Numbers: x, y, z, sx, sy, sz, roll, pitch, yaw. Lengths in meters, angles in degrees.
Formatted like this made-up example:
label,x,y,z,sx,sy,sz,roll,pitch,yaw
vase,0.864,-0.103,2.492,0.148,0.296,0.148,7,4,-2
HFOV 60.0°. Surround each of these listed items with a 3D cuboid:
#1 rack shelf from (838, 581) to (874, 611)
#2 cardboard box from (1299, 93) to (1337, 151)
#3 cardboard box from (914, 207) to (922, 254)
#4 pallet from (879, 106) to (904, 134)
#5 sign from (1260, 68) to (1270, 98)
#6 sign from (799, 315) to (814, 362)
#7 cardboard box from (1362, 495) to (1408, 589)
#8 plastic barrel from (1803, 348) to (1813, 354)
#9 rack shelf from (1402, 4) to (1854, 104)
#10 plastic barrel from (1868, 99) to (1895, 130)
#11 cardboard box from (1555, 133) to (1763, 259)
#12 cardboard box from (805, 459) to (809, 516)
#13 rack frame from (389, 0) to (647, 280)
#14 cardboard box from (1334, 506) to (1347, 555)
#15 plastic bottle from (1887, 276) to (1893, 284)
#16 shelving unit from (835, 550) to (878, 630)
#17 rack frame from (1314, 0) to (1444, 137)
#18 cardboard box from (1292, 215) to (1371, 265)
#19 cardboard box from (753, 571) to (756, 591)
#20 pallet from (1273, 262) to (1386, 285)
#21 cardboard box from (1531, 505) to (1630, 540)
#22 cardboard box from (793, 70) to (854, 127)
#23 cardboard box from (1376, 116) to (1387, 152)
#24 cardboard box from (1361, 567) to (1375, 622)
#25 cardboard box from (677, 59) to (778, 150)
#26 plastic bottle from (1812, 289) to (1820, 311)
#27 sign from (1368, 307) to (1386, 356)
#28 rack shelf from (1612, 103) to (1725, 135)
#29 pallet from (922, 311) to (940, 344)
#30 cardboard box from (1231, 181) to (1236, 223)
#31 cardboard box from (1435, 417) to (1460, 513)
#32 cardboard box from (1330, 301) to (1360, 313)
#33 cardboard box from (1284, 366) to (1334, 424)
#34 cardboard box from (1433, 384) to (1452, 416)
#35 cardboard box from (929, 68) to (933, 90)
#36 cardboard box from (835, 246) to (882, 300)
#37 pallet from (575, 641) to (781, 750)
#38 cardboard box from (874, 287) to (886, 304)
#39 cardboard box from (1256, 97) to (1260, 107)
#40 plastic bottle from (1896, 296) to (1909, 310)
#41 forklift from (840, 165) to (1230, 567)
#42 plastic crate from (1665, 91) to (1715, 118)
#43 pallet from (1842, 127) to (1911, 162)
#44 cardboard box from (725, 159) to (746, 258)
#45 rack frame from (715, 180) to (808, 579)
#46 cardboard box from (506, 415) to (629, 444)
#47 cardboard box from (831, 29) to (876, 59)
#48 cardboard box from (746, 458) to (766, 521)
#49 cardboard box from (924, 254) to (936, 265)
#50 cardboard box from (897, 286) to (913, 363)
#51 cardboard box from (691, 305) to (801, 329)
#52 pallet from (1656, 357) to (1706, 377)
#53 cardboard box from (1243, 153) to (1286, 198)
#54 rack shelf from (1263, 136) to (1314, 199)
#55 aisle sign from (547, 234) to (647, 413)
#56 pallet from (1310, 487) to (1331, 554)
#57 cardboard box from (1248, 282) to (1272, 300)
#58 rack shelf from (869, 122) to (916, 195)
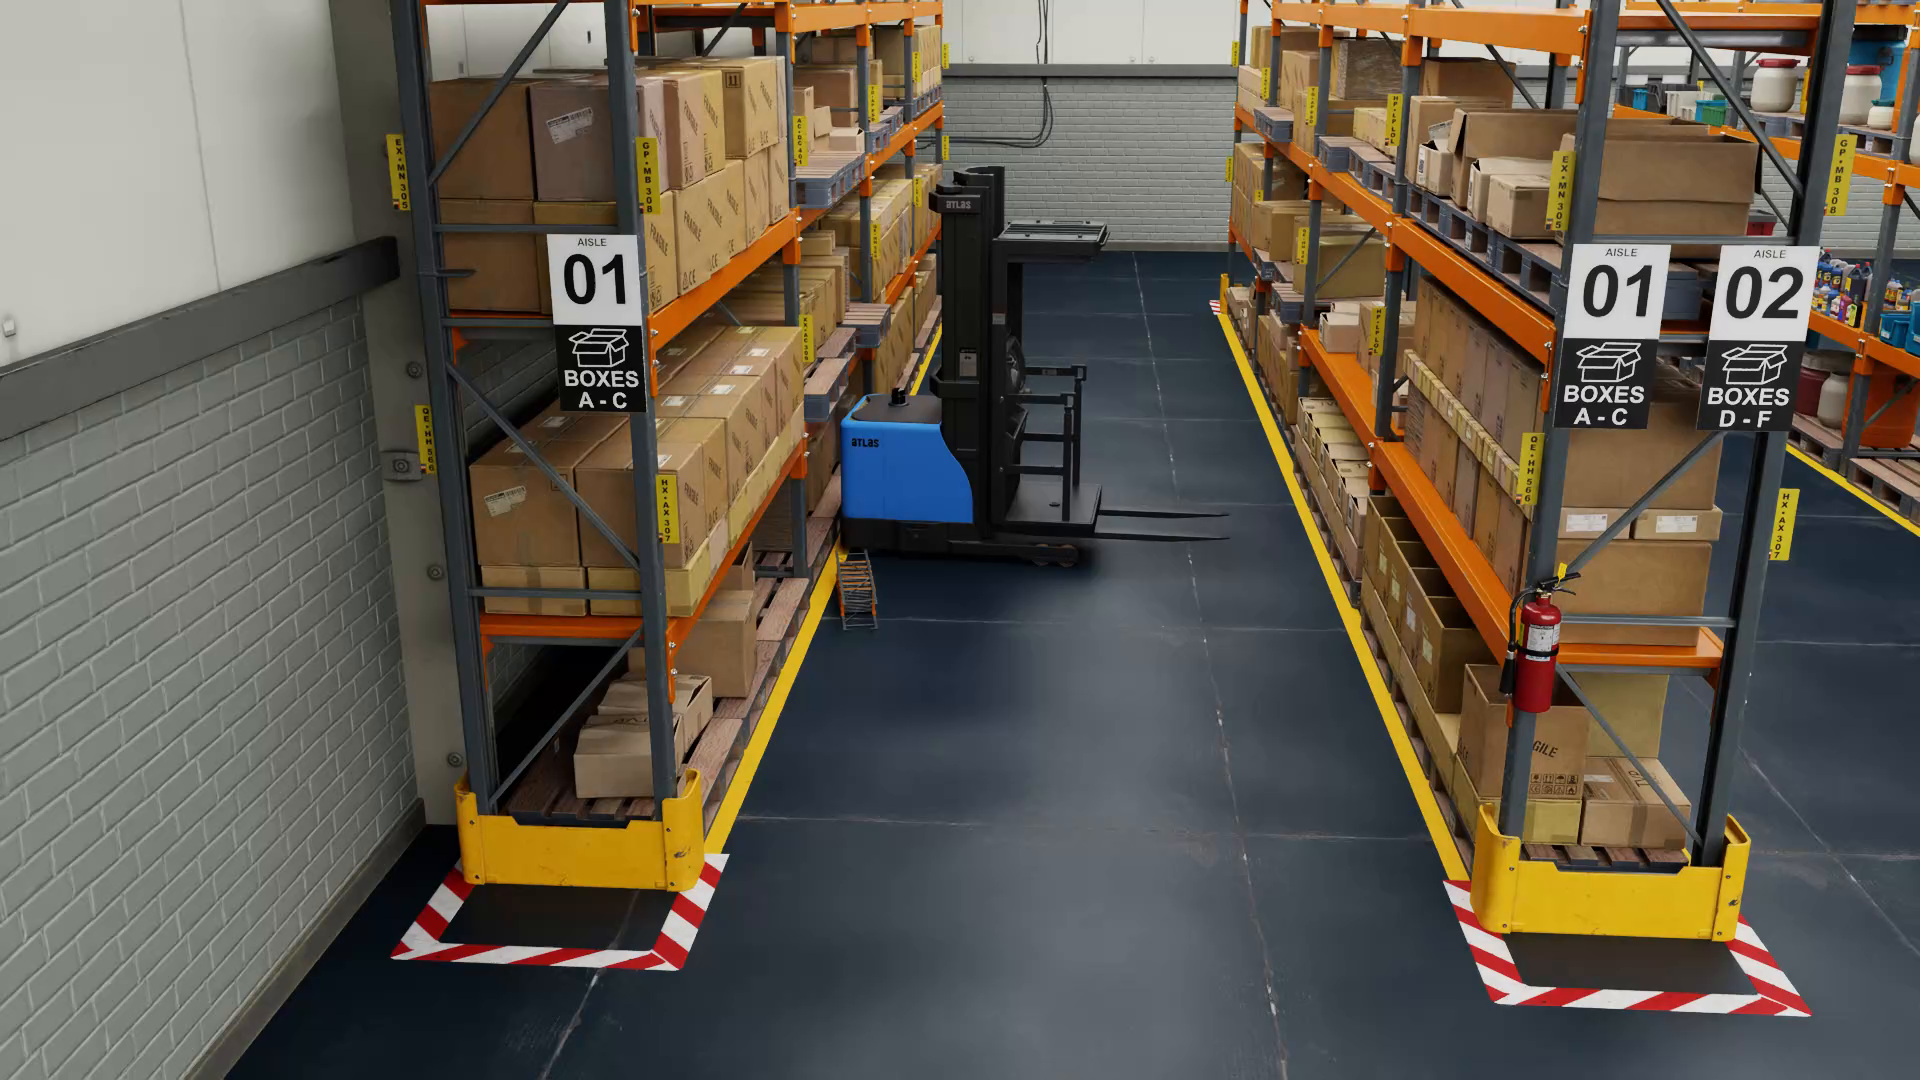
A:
label,x,y,z,sx,sy,sz,roll,pitch,yaw
rack shelf,-0.737,0.399,11.889,0.258,0.180,0.103,-2,18,-6
cardboard box,3.659,-3.885,15.483,0.910,0.500,0.500,1,18,4
cardboard box,-0.974,-3.779,19.658,0.980,0.700,0.700,2,18,5
pallet,-1.046,-4.517,17.882,0.805,0.209,1.217,1,18,2
sign,3.370,-5.040,18.340,0.100,0.325,0.005,1,18,4
sign,-1.061,-1.386,11.445,0.100,0.325,0.005,1,18,4
cardboard box,2.993,0.013,11.103,0.500,0.500,0.500,1,18,4
plastic barrel,8.616,-1.703,17.124,0.421,0.512,0.421,0,18,0
rack shelf,3.195,-2.572,8.620,1.077,0.370,4.000,1,18,4
plastic barrel,8.496,-3.901,15.241,0.301,0.262,0.301,0,18,0
cardboard box,3.097,-1.551,7.458,0.797,0.503,0.637,3,18,8
cardboard box,-1.580,-0.396,13.122,0.700,0.500,0.500,1,18,3
rack frame,-1.890,-2.593,6.884,1.000,3.000,0.127,1,18,4
cardboard box,3.117,-0.060,12.530,0.500,0.250,0.500,1,18,3
plastic bottle,9.047,-2.435,16.224,0.061,0.283,0.133,1,18,4
shelving unit,-0.756,0.349,12.044,0.258,0.189,1.200,-2,18,-6
rack frame,3.625,-4.968,14.132,1.000,3.000,0.127,1,18,4
cardboard box,3.847,-3.056,17.098,0.700,0.500,0.500,-3,18,-10
cardboard box,-1.611,0.320,11.473,0.380,0.166,0.250,-1,18,-3
pallet,3.760,-2.630,16.940,1.003,0.211,1.213,1,18,4
cardboard box,2.889,-0.111,7.742,0.380,0.149,0.250,1,18,3
cardboard box,-1.339,-4.057,15.304,0.700,0.500,0.500,0,18,0
cardboard box,3.577,-3.188,13.084,0.500,0.250,0.500,1,18,3
cardboard box,3.003,0.370,11.219,0.500,0.250,0.500,1,18,4
cardboard box,-1.397,-2.609,9.951,0.500,0.500,0.500,2,18,7
plastic bottle,8.247,-2.304,15.957,0.097,0.201,0.097,0,18,0
sign,2.796,-1.396,11.135,0.100,0.325,0.005,1,18,4
rack shelf,8.996,-4.952,20.058,1.077,0.370,4.000,1,18,4
pallet,-0.812,-2.758,21.501,1.003,0.211,1.213,1,18,4
cardboard box,3.904,-4.517,22.231,0.500,0.500,0.500,2,18,5
cardboard box,3.242,-0.465,9.863,0.700,0.500,0.500,2,18,5
cardboard box,3.555,-1.963,14.739,0.500,0.311,0.500,2,18,7
cardboard box,3.458,-1.434,16.290,0.500,0.500,0.500,2,18,6
cardboard box,3.054,-0.834,9.949,0.380,0.149,0.250,1,18,2
cardboard box,-0.599,-5.755,20.759,0.500,0.250,0.500,1,18,2
cardboard box,-1.026,-2.570,15.778,0.500,0.500,0.500,2,18,6
pallet,-1.701,0.930,10.245,1.003,0.211,1.213,1,18,4
cardboard box,-0.931,-2.372,16.217,0.380,0.149,0.250,2,18,6
cardboard box,3.728,-5.025,19.366,0.500,0.250,0.500,1,18,4
plastic bottle,8.826,-2.179,15.574,0.097,0.201,0.097,0,18,0
forklift,0.618,-1.365,12.881,3.031,2.935,1.130,3,18,8
plastic crate,8.672,-5.178,19.780,0.437,0.282,0.530,1,18,4
pallet,8.718,-3.576,15.006,1.003,0.211,1.213,1,18,4
cardboard box,-1.492,-1.817,9.140,0.500,0.500,0.500,2,18,7
rack frame,-1.603,-0.984,11.609,1.000,3.000,0.127,1,18,4
cardboard box,-2.022,-0.344,8.659,0.500,0.500,0.500,2,18,5
cardboard box,-1.212,-5.648,19.228,0.500,0.500,0.500,1,18,3
cardboard box,-1.434,-0.301,9.733,0.500,0.250,0.500,1,18,4
cardboard box,-0.520,-3.767,22.402,0.380,0.149,0.250,1,18,3
cardboard box,-0.946,-2.442,18.836,0.750,0.750,0.750,1,18,5
cardboard box,-1.532,-1.398,12.005,0.700,0.500,0.500,1,18,4
pallet,8.866,-2.152,19.651,1.003,0.211,1.213,1,18,4
cardboard box,3.798,-4.517,20.624,0.500,0.500,0.500,1,18,3
rack shelf,3.769,-3.822,16.607,1.077,0.370,4.000,1,18,4
aisle sign,-1.596,-0.948,7.324,0.394,0.787,0.004,1,18,4
pallet,3.437,-0.159,13.570,1.003,0.211,1.213,1,18,4
cardboard box,4.041,-2.966,20.959,0.797,0.503,0.637,1,18,4
rack shelf,-1.173,-3.931,16.941,1.077,0.370,4.000,1,18,4
